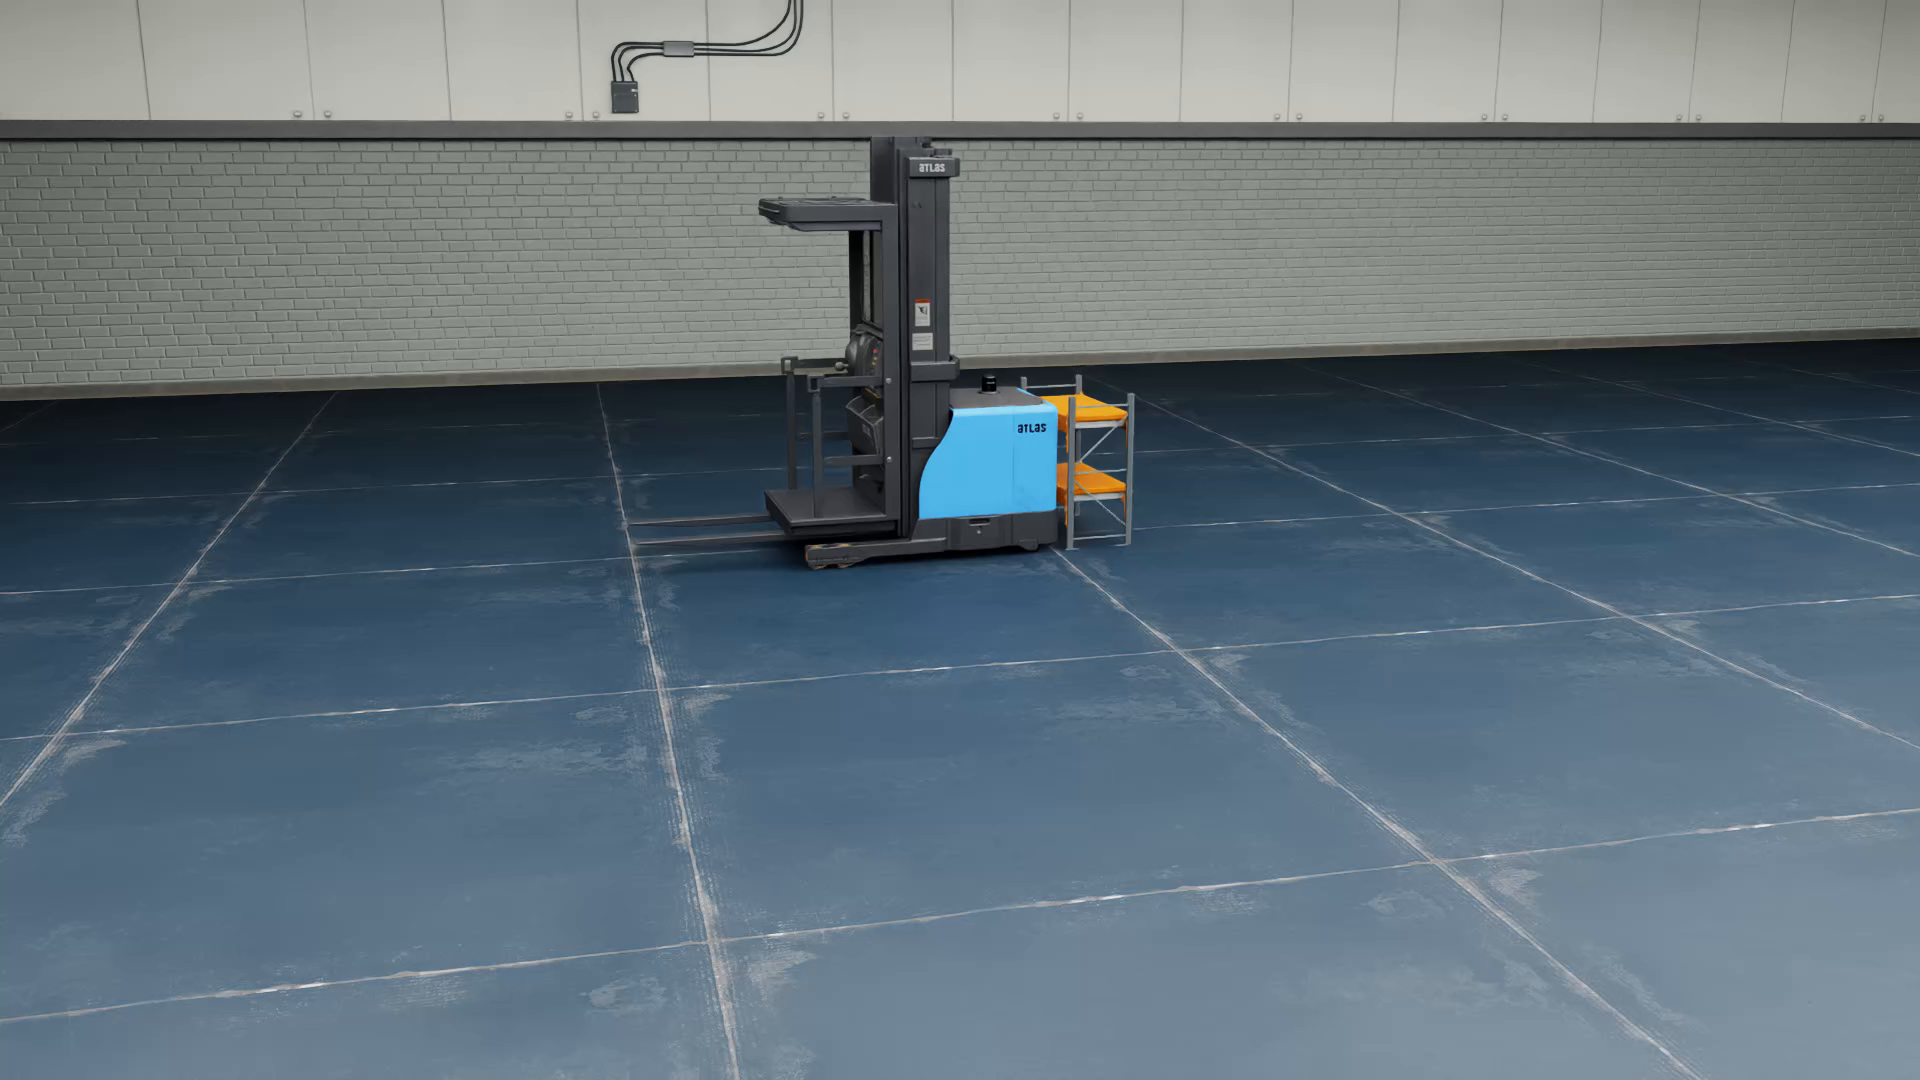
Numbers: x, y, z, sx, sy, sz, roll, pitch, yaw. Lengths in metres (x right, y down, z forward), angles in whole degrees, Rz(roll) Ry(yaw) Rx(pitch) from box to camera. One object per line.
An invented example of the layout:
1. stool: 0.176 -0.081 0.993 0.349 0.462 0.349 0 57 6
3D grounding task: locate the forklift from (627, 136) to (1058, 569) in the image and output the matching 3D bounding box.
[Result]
1. forklift: -0.862 -1.358 11.808 3.031 2.935 1.130 -4 14 -15

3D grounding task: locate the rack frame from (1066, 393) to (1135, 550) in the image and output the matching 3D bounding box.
1. rack frame: 1.019 -0.493 12.076 0.500 1.125 0.032 -4 14 -17

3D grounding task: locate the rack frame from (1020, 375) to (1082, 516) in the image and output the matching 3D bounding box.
1. rack frame: 0.707 -0.723 13.016 0.500 1.125 0.032 -4 14 -17

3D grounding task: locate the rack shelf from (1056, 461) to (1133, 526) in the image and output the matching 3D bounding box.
1. rack shelf: 0.863 -0.371 12.604 0.538 0.278 1.000 -4 14 -17

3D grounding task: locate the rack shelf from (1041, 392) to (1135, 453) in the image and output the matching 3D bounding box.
1. rack shelf: 0.863 -0.892 12.477 0.538 0.278 1.000 -4 14 -17

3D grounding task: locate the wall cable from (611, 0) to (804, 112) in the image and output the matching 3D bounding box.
1. wall cable: -2.987 -8.042 19.216 2.305 6.003 0.169 -3 14 -13

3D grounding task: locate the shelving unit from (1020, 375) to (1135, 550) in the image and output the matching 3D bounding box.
1. shelving unit: 0.863 -0.608 12.546 0.538 1.125 1.048 -4 14 -17
